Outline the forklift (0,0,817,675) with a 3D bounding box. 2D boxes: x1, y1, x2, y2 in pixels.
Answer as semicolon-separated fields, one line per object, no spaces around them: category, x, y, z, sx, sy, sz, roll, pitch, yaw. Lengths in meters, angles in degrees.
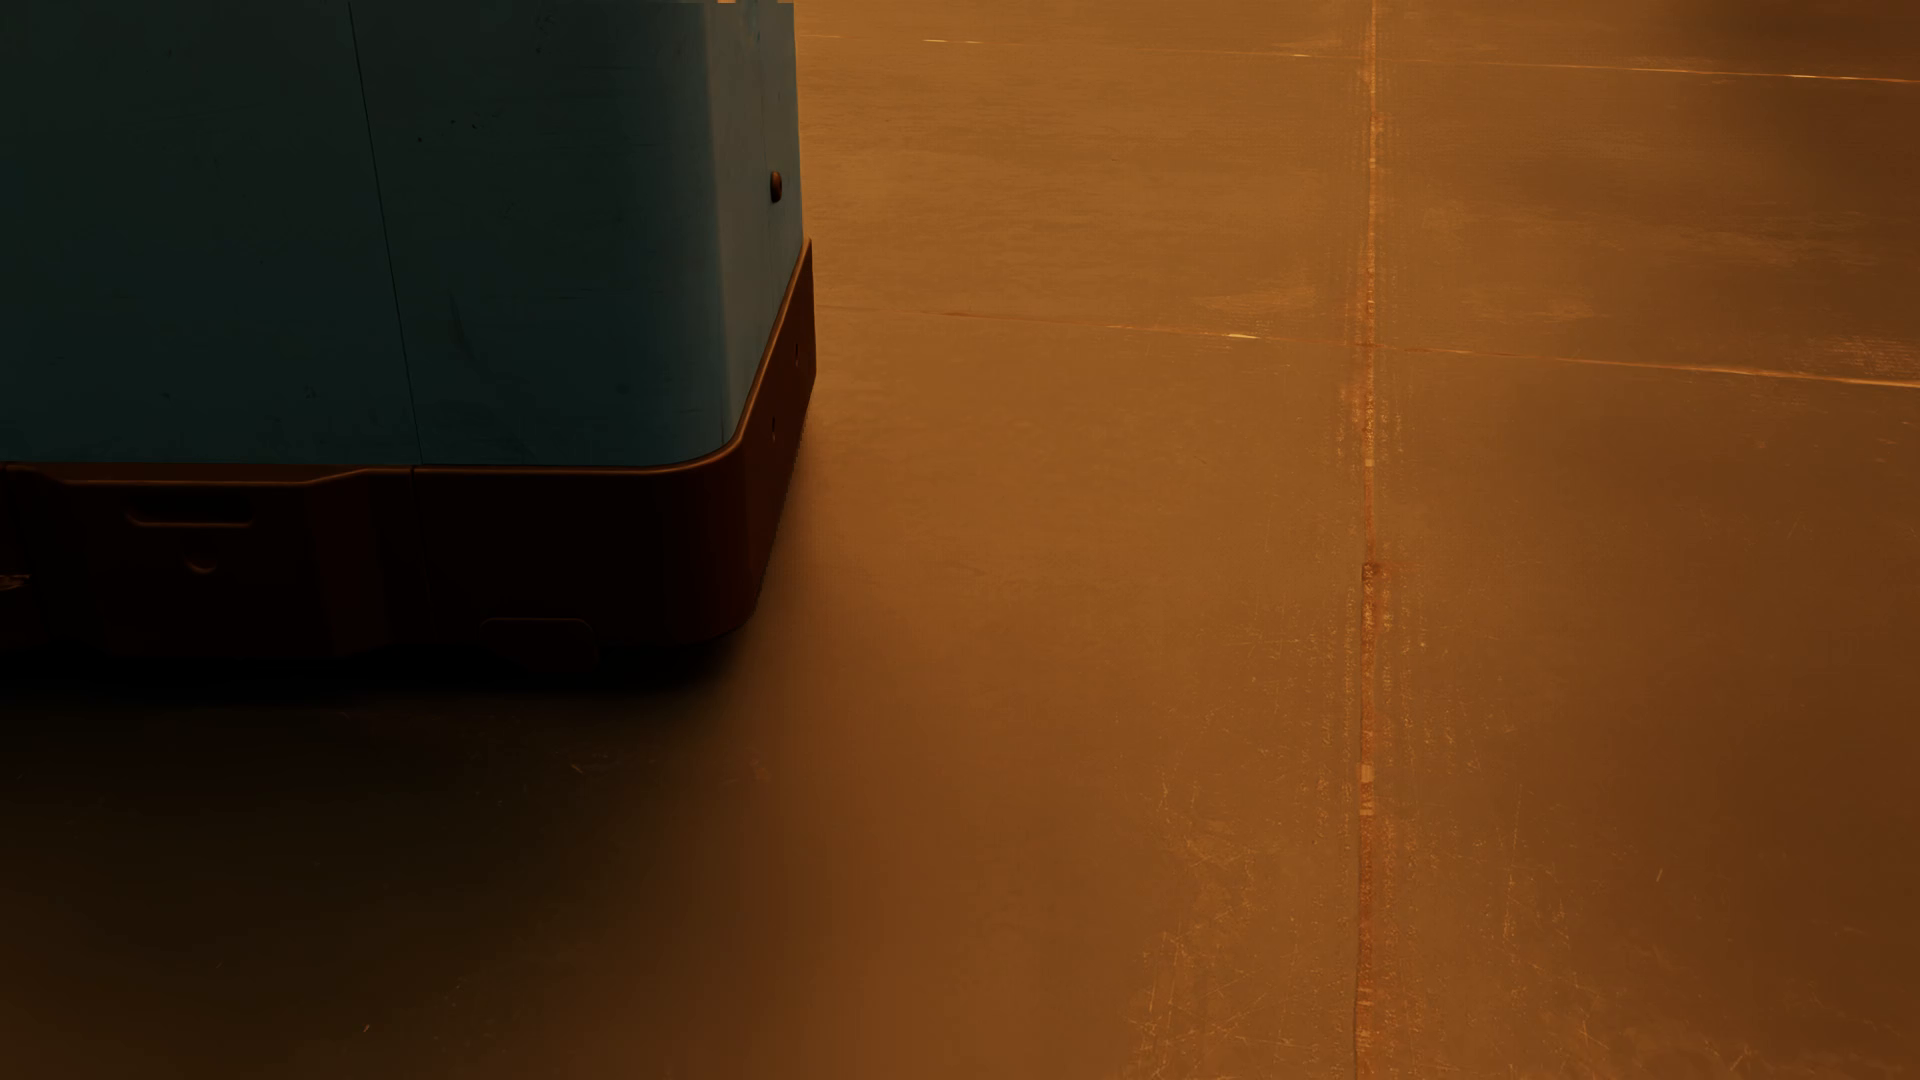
forklift;-1.775;-1.359;1.940;3.031;2.935;1.130;1;27;1
